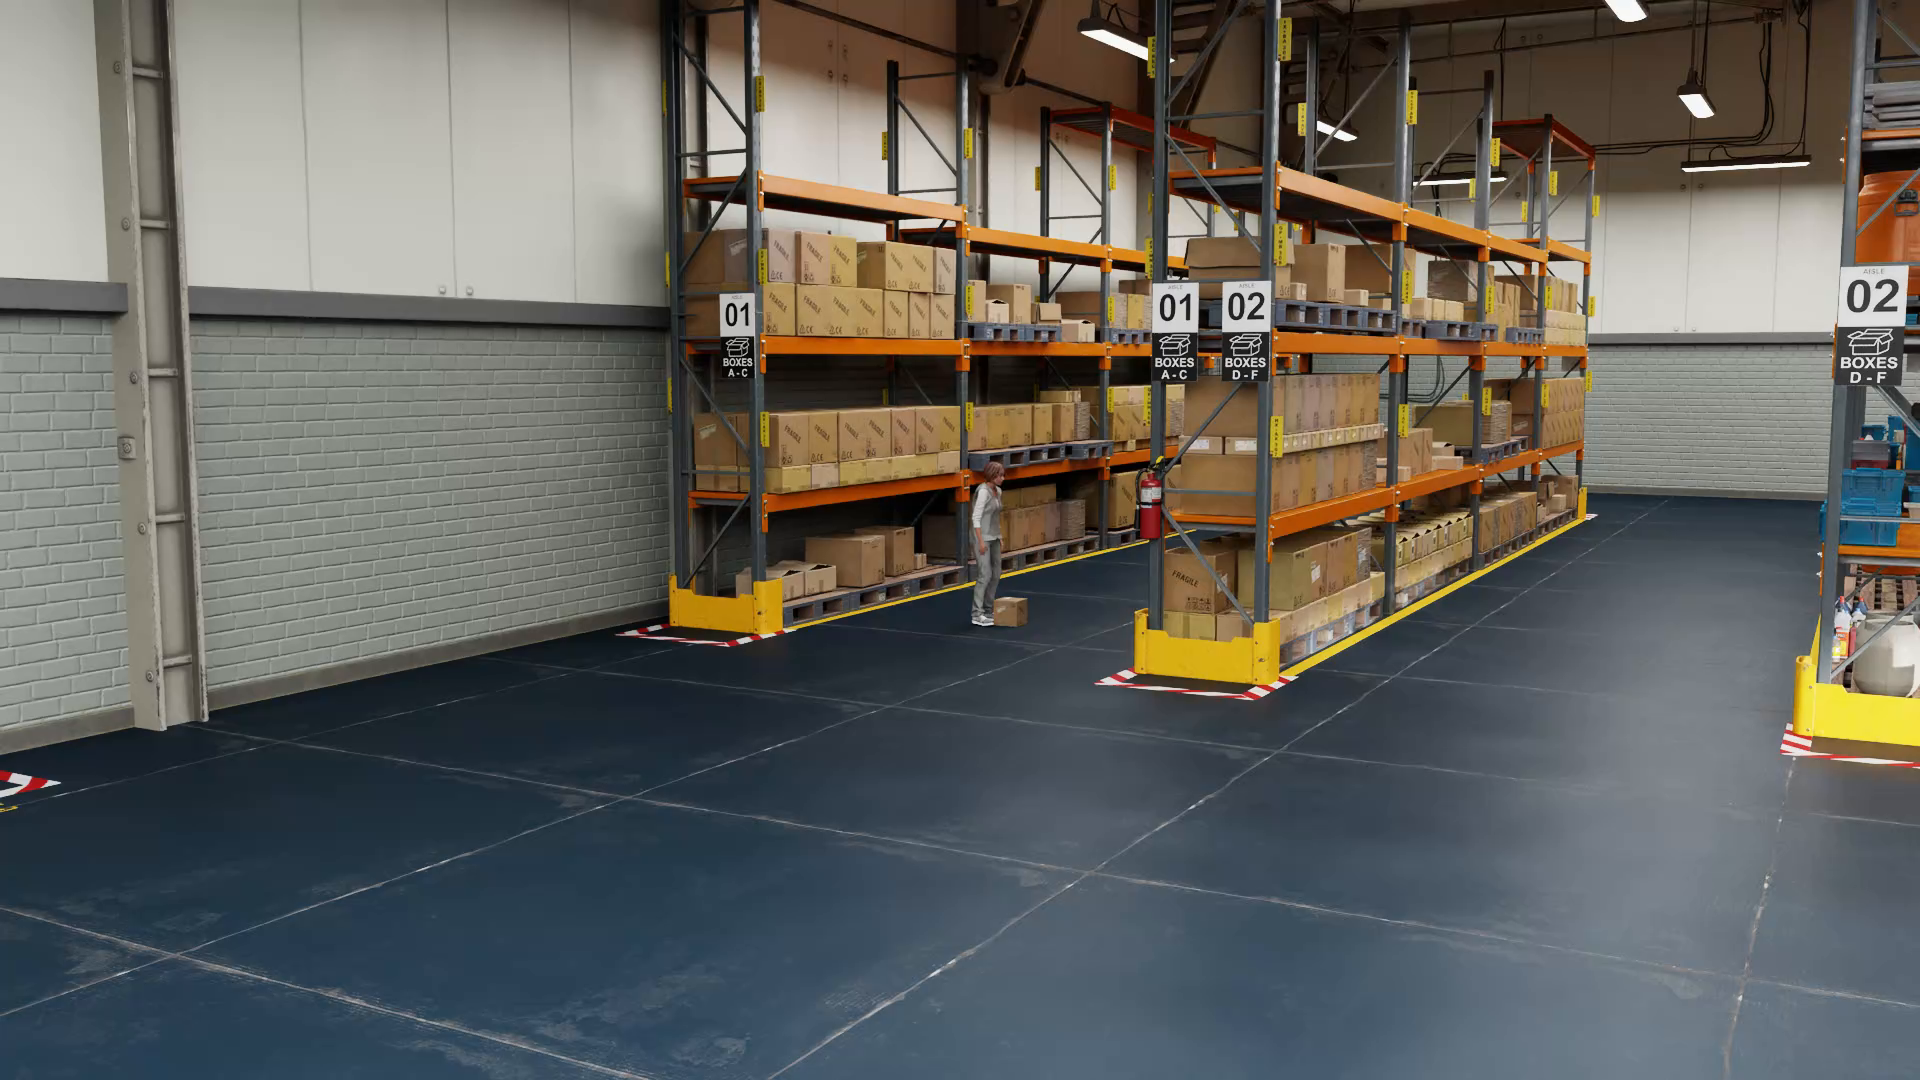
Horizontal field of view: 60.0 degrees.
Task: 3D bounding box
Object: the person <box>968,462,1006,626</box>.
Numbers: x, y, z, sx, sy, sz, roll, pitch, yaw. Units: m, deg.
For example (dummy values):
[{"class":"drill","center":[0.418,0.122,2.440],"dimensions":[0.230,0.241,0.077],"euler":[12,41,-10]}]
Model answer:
[{"class":"person","center":[0.271,0.026,16.331],"dimensions":[0.347,1.593,0.459],"euler":[3,7,28]}]
